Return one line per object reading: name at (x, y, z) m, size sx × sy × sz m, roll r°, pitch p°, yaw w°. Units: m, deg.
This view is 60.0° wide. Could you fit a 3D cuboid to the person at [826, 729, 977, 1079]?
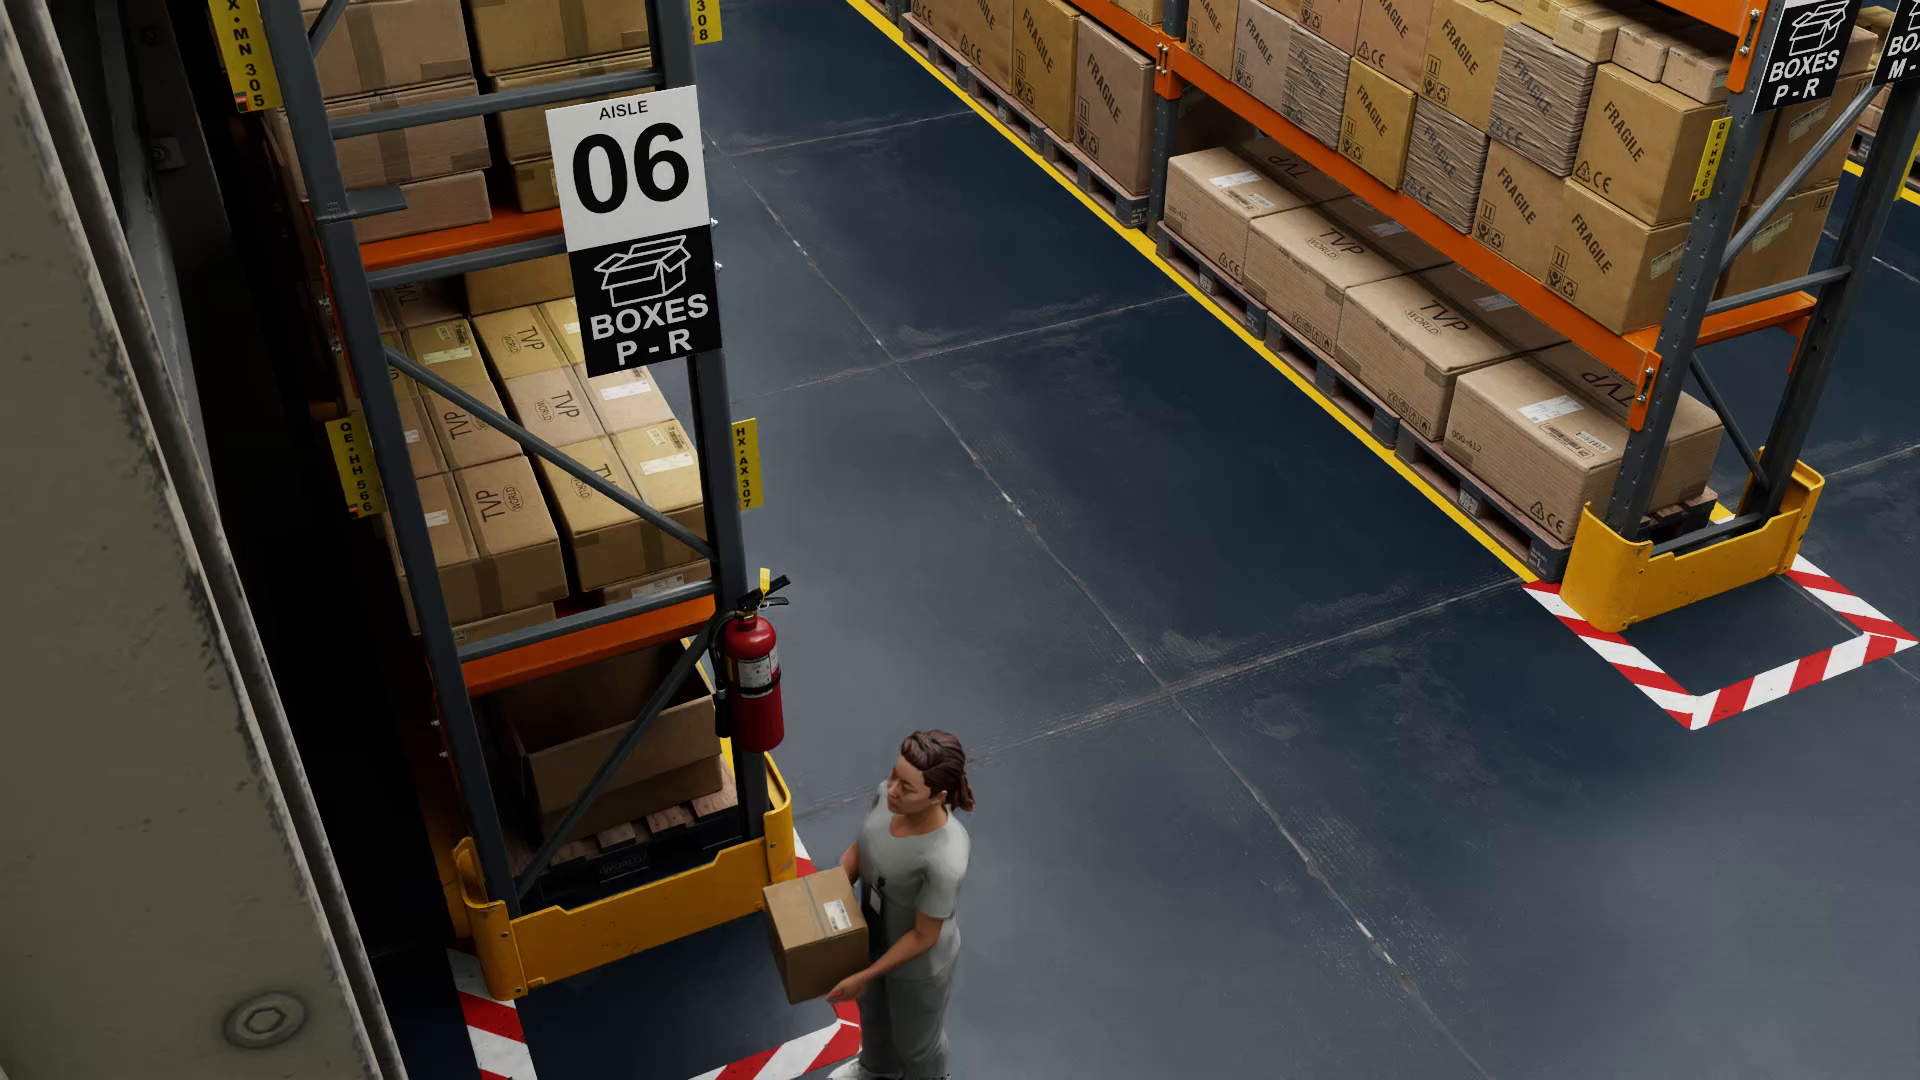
person at (-0.208, 1.238, 5.032) m, size 0.540 × 1.674 × 0.458 m, roll -19°, pitch 41°, yaw -23°
